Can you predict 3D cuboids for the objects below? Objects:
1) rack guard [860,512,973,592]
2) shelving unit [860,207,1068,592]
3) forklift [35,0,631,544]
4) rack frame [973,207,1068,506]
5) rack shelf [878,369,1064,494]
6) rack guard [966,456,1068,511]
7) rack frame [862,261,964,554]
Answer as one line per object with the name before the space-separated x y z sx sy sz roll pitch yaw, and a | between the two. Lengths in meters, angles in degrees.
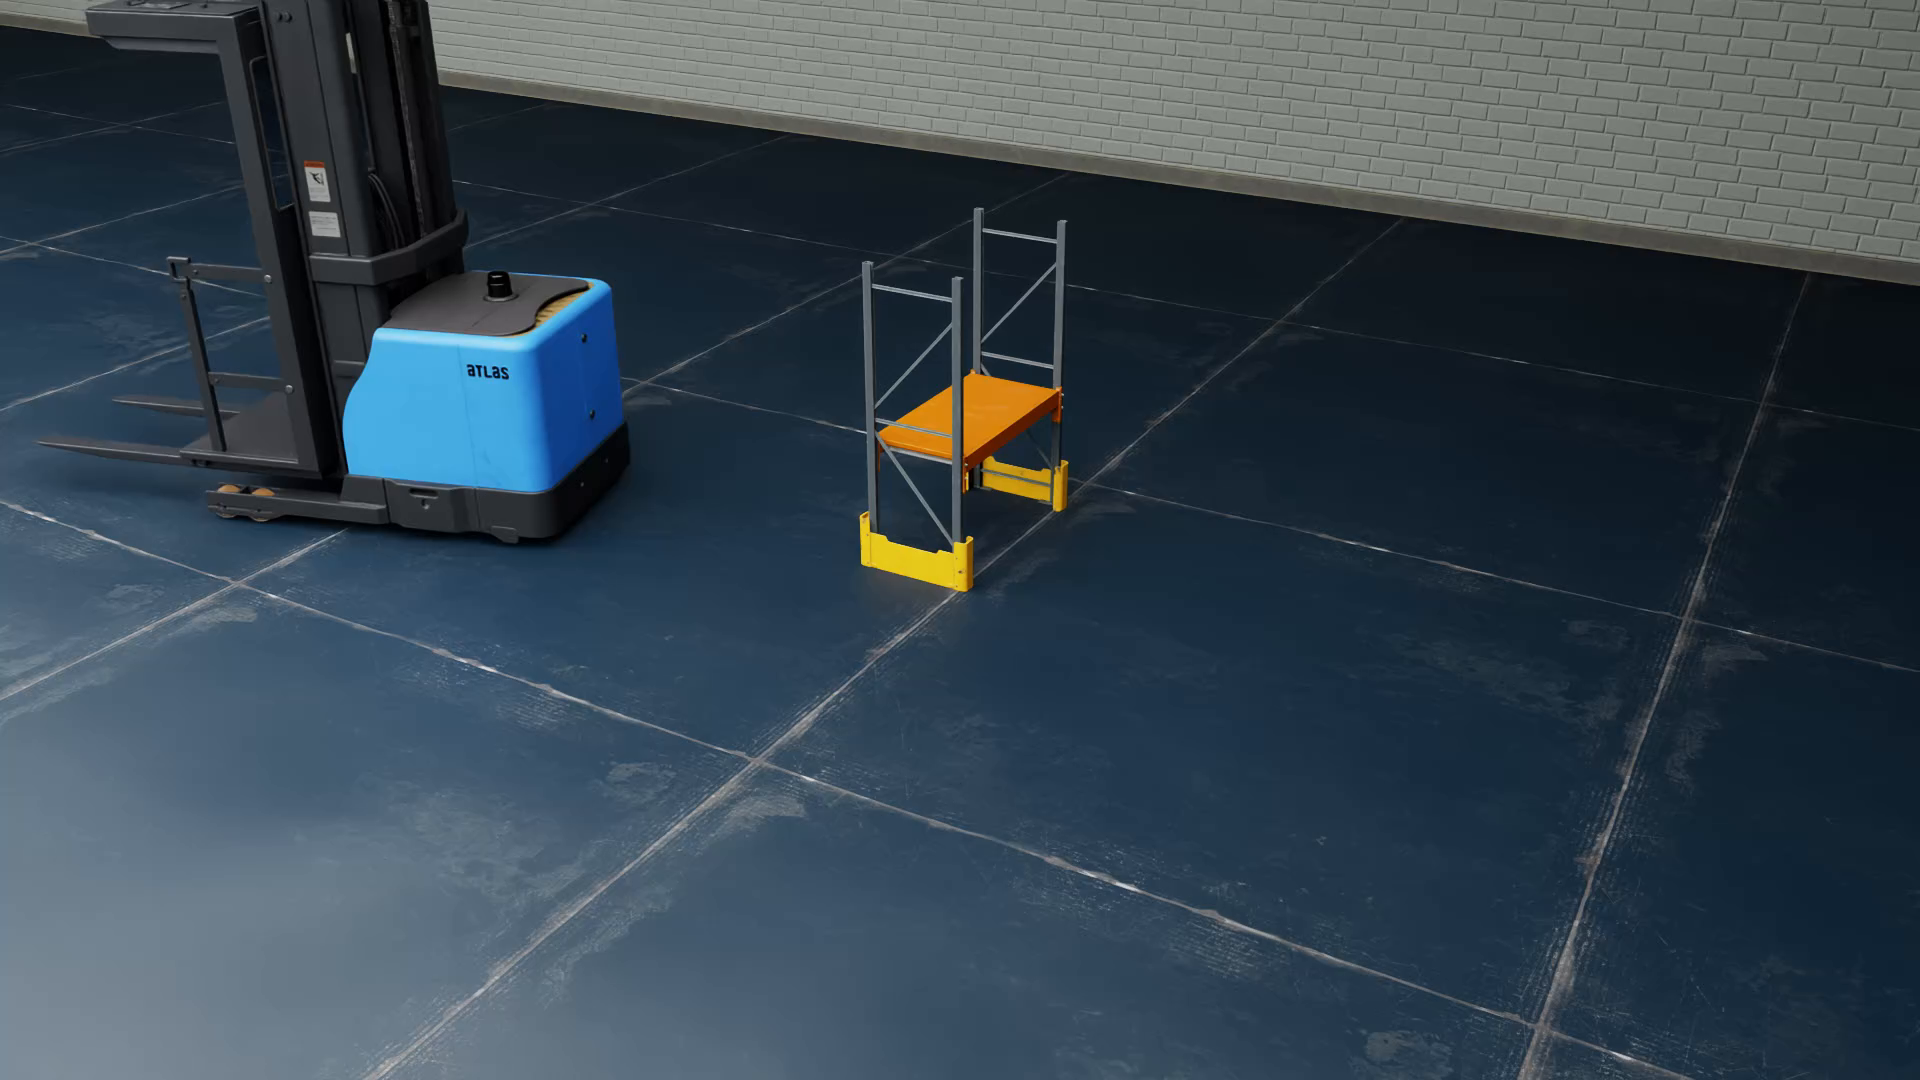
rack guard | -0.207 0.053 7.866 0.587 0.250 0.087 14 30 26
shelving unit | 0.038 -0.700 7.974 0.587 1.500 1.083 14 30 26
forklift | -3.341 -1.625 8.222 3.031 2.935 1.130 6 27 11
rack frame | 0.292 -0.902 8.376 0.500 1.500 0.032 14 30 26
rack shelf | 0.042 -0.543 8.061 0.538 0.185 1.000 14 30 26
rack guard | 0.283 -0.336 8.641 0.587 0.250 0.087 14 30 26
rack frame | -0.208 -0.506 7.585 0.500 1.500 0.032 14 30 26
